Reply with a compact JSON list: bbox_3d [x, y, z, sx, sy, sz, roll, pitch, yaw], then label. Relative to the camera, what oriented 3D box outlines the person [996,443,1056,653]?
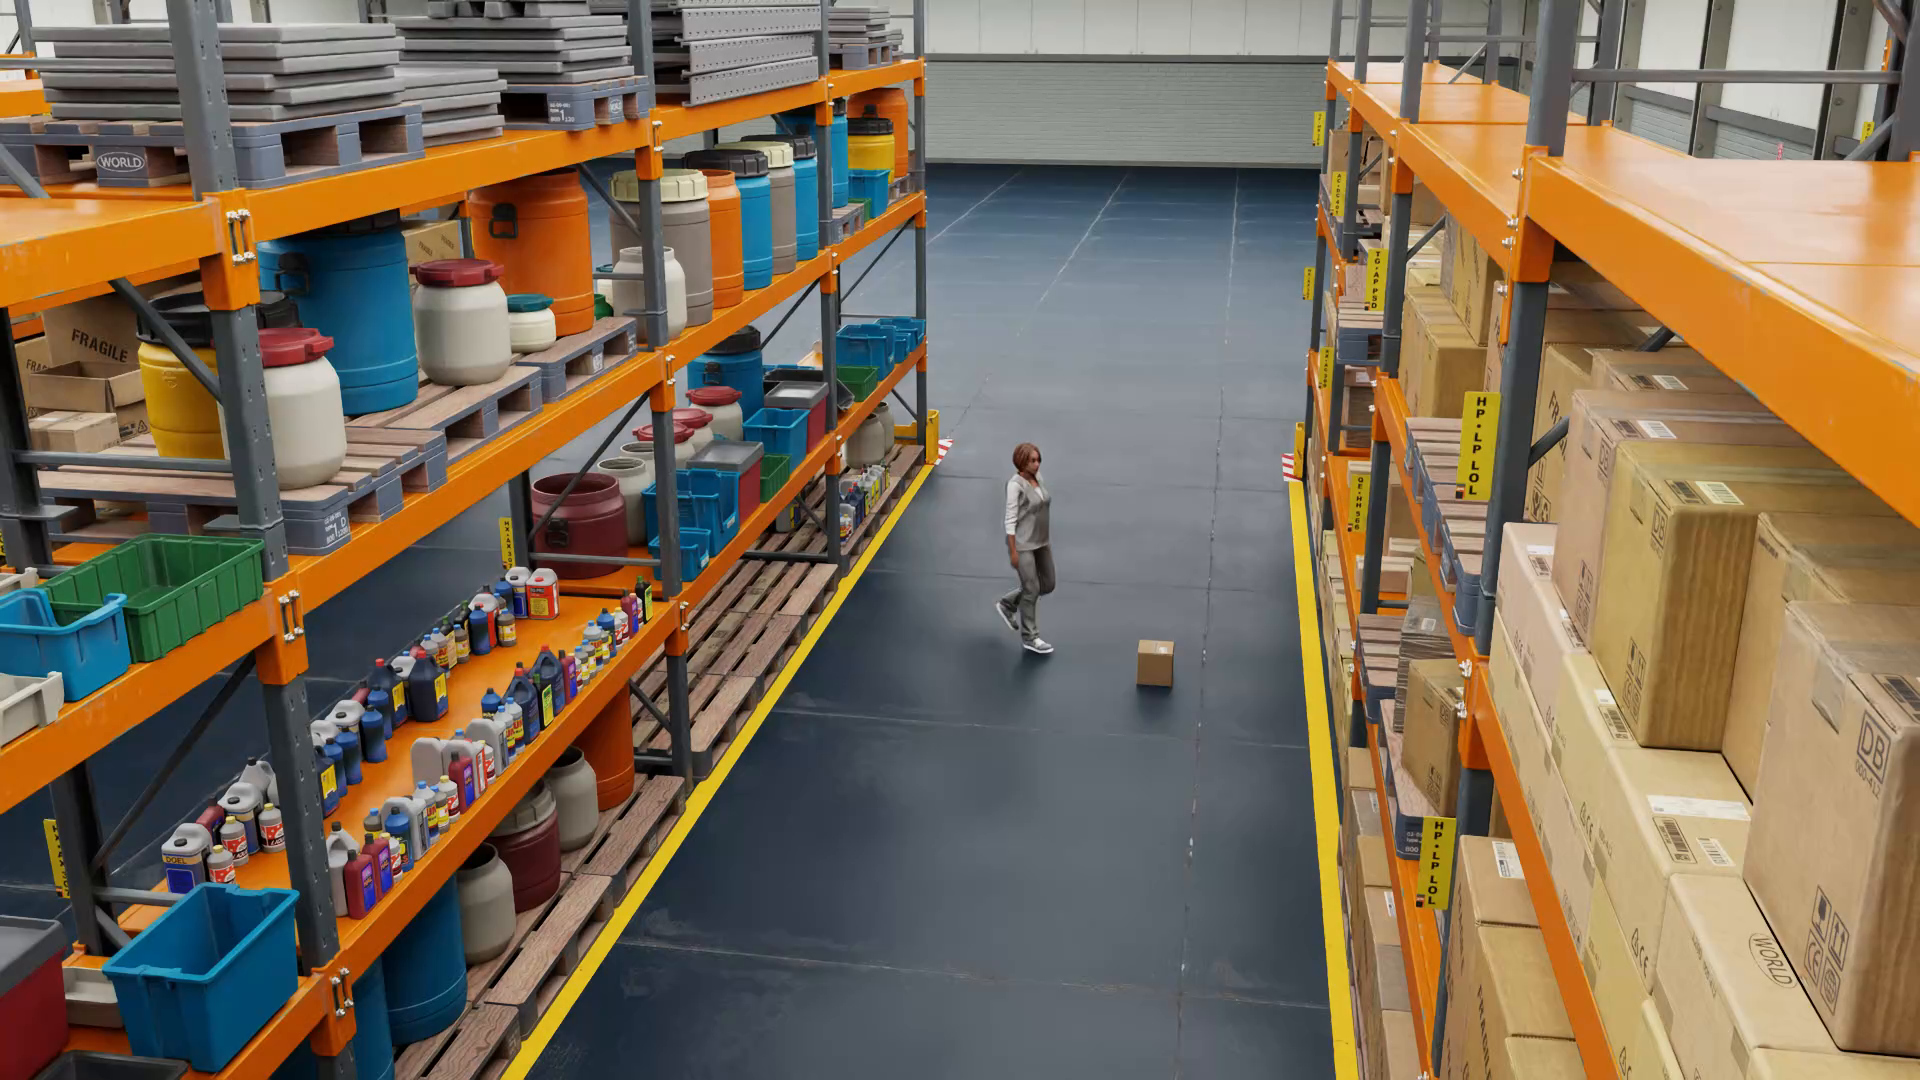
[{"bbox_3d":[0.484,0.043,12.388,0.557,1.589,0.439,12,22,33],"label":"person"}]
